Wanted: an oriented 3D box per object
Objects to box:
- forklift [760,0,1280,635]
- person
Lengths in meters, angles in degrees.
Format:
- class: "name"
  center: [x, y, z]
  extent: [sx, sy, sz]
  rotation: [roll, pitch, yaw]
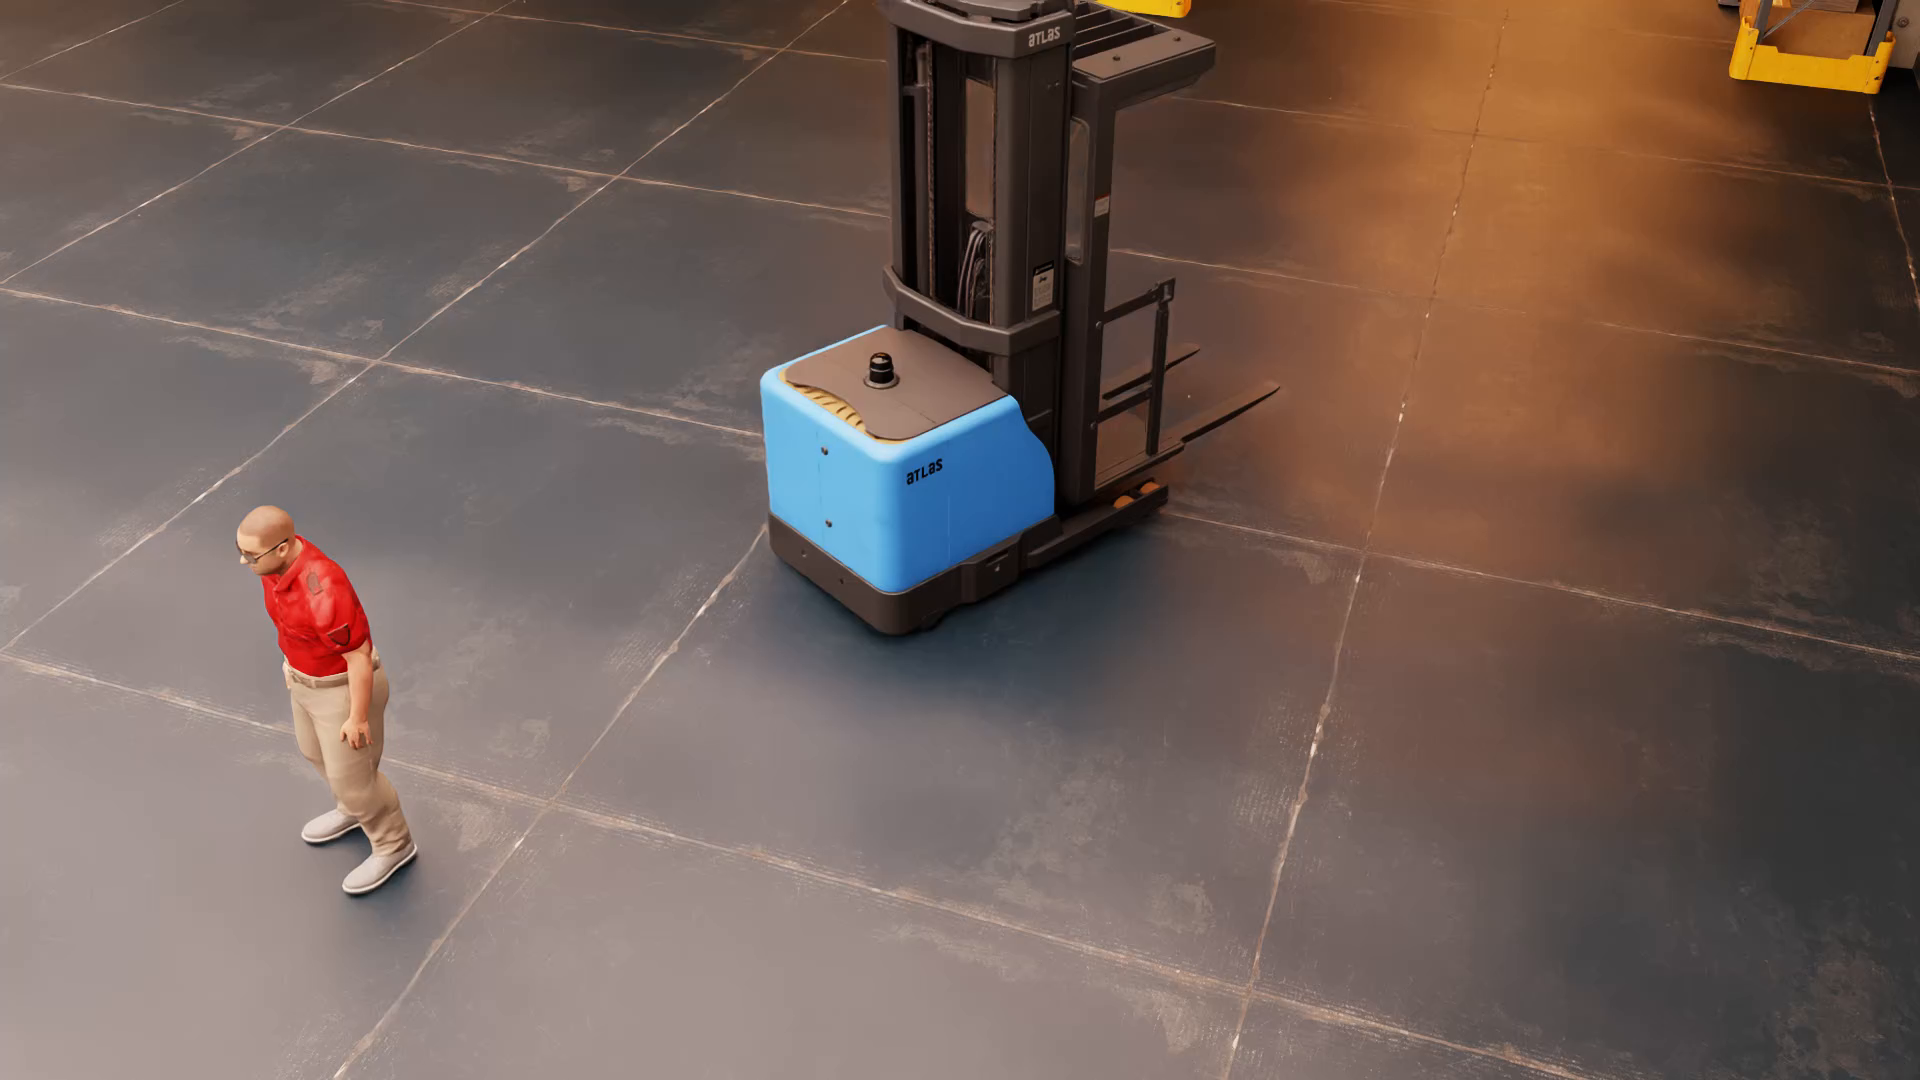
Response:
- class: "forklift"
  center: [0.473, -1.466, 8.179]
  extent: [3.031, 2.935, 1.130]
  rotation: [-27, 43, -32]
- class: "person"
  center: [-2.415, 0.569, 6.350]
  extent: [0.396, 1.726, 0.585]
  rotation: [-28, 44, -34]
